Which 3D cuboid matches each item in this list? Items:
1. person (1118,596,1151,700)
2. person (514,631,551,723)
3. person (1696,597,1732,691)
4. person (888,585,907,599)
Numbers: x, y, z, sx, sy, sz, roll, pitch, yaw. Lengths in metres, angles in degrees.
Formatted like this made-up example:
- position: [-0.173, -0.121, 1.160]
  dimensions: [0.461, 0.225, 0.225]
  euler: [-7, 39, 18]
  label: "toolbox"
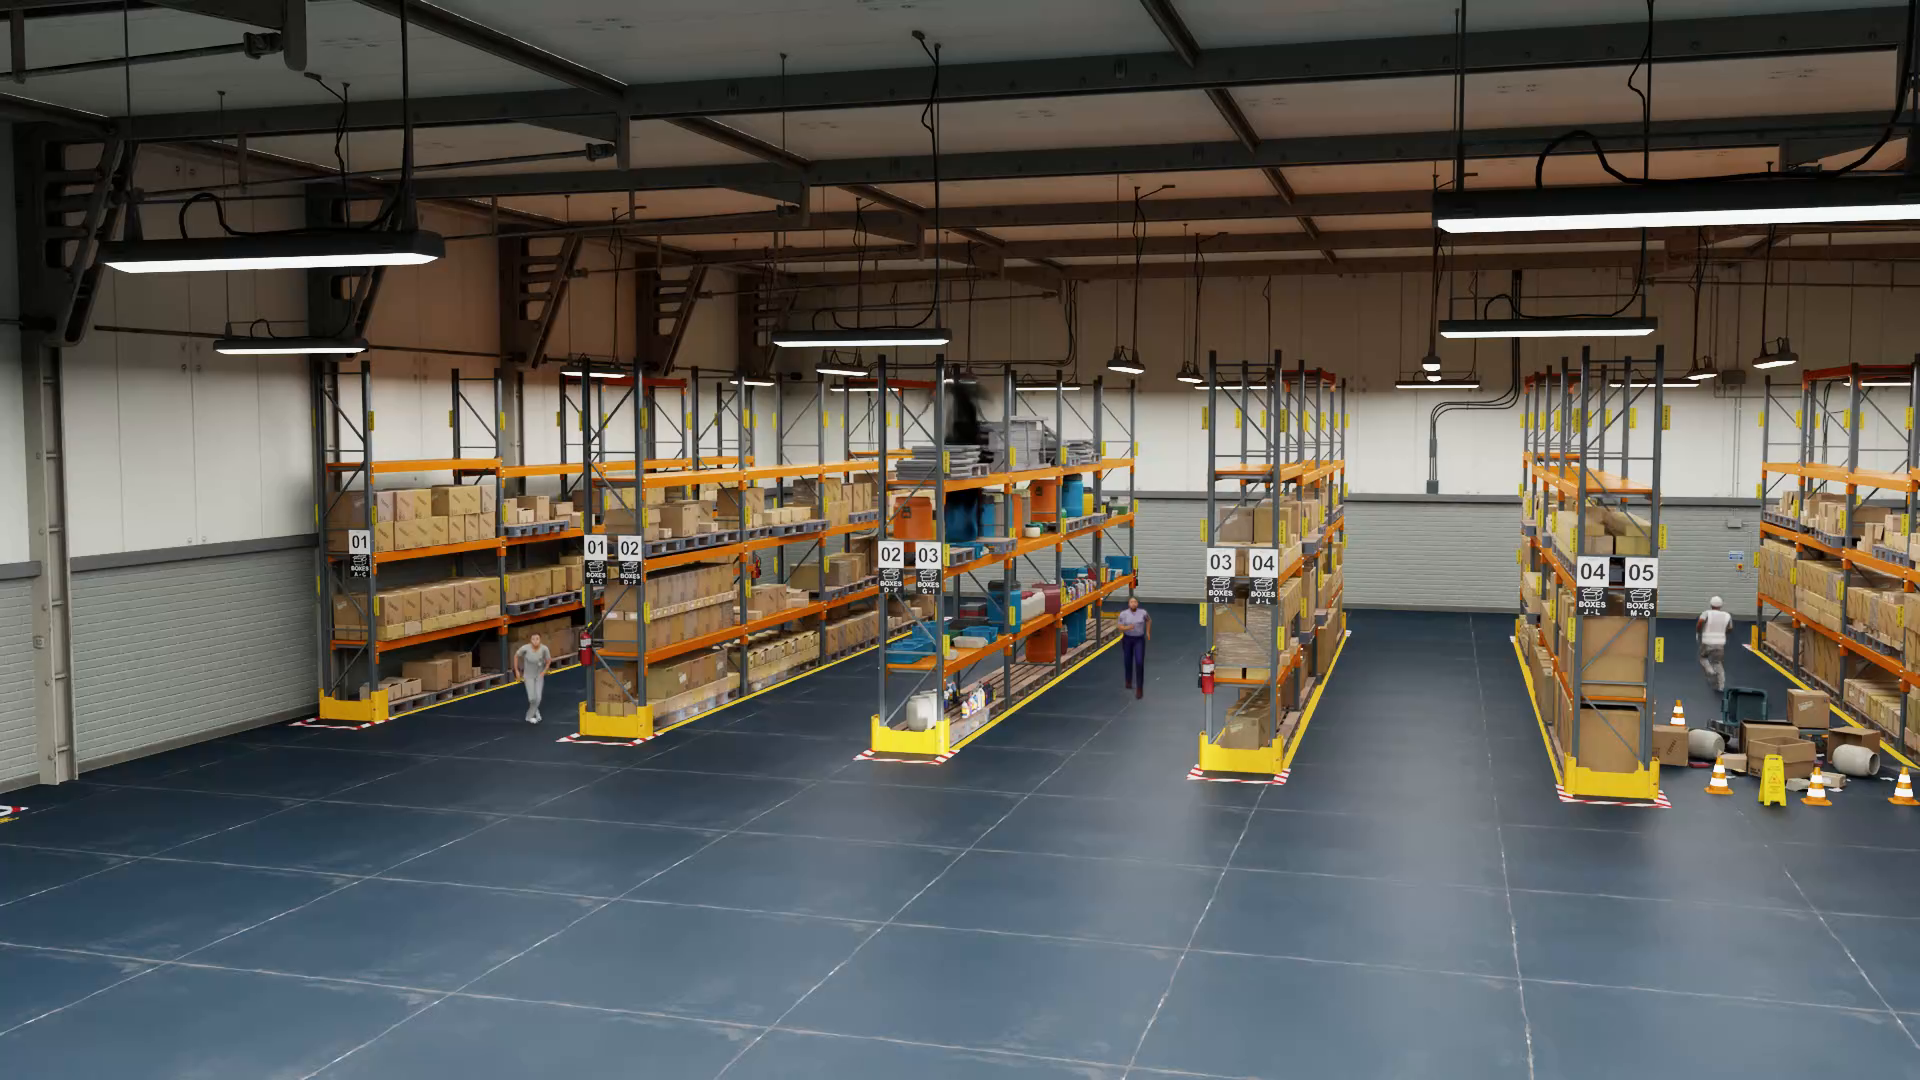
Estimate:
- position: [3.031, 1.862, 28.963]
  dimensions: [0.575, 1.763, 0.747]
  euler: [0, 4, 7]
  label: "person"
- position: [-7.034, 2.258, 27.387]
  dimensions: [0.581, 1.556, 0.622]
  euler: [-1, 4, -19]
  label: "person"
- position: [14.020, 1.914, 31.003]
  dimensions: [0.708, 1.733, 0.735]
  euler: [0, 4, 6]
  label: "person"
- position: [-1.691, 1.008, 43.557]
  dimensions: [0.771, 1.736, 0.689]
  euler: [3, 5, 34]
  label: "person"
